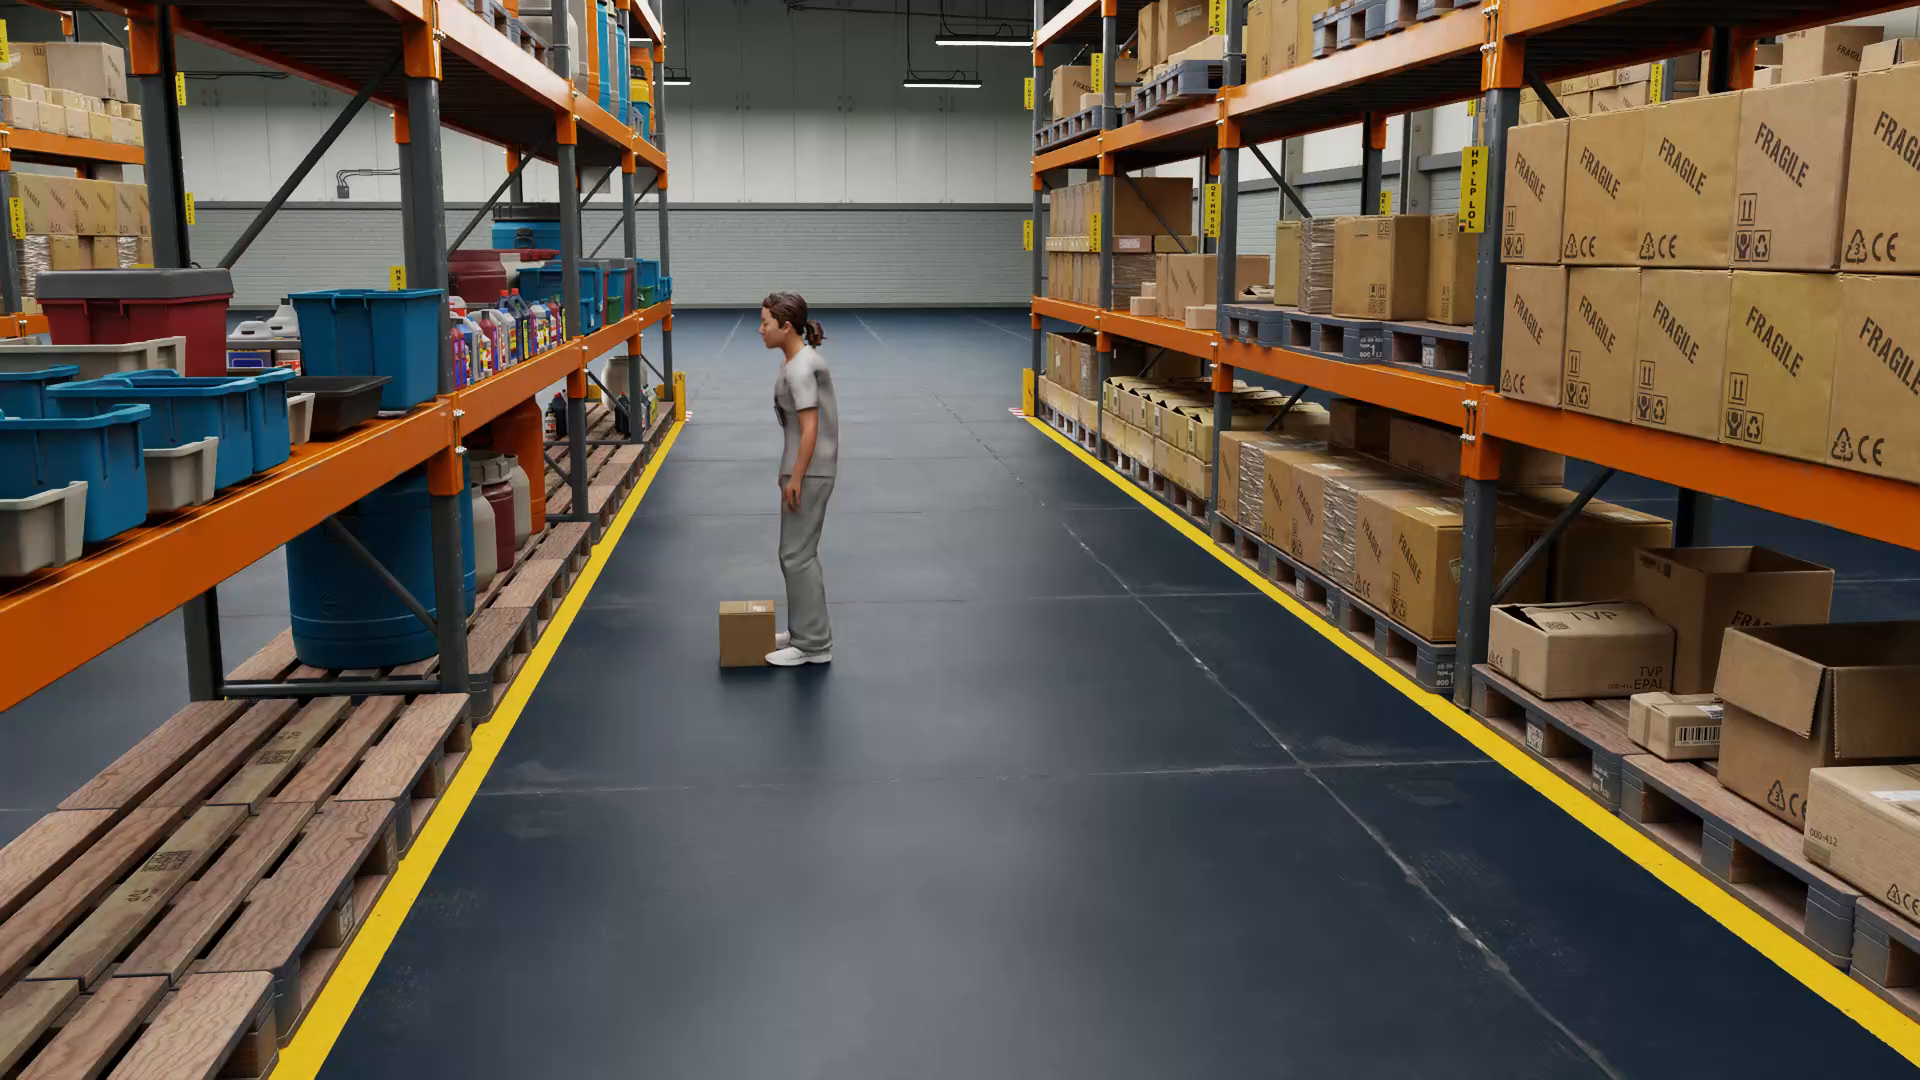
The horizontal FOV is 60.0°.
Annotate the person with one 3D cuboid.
[{"bbox_3d":[-0.723,-0.280,7.488,0.352,1.673,0.508,-1,10,-8],"label":"person"}]
